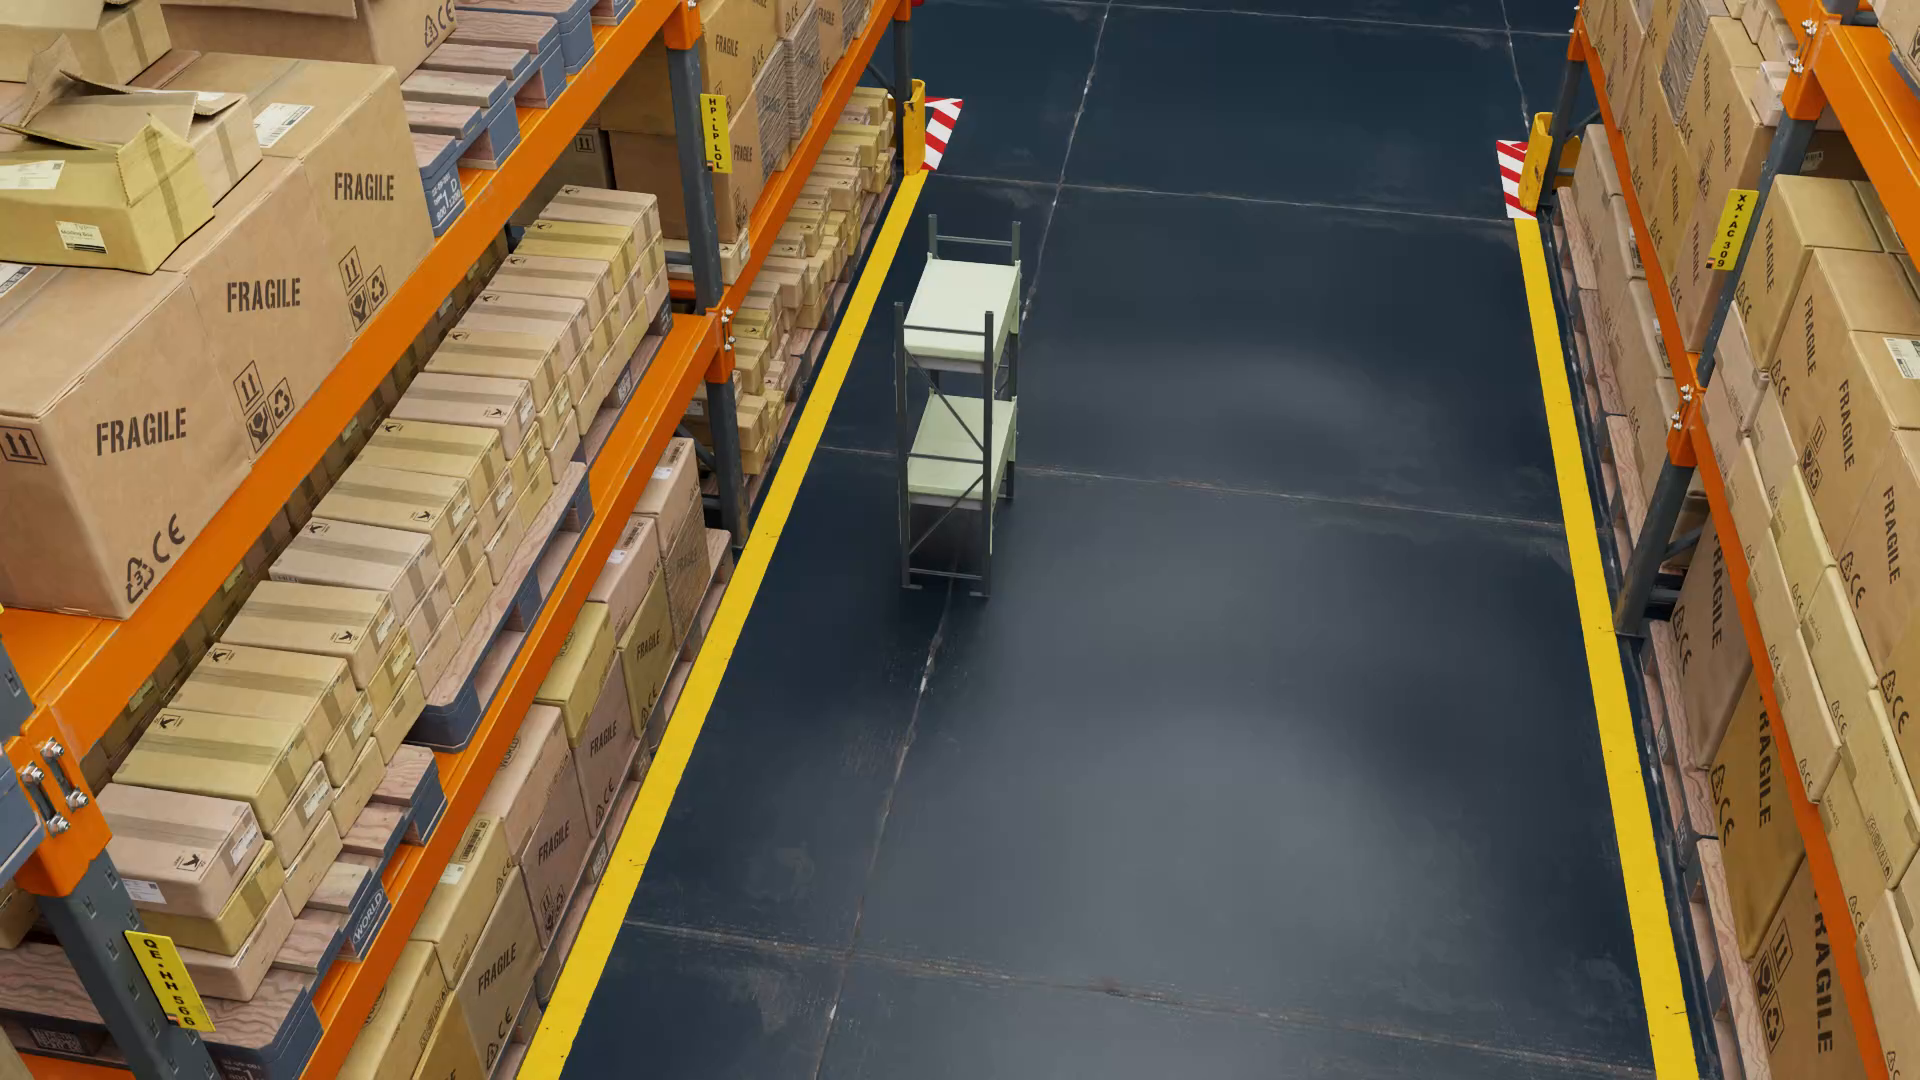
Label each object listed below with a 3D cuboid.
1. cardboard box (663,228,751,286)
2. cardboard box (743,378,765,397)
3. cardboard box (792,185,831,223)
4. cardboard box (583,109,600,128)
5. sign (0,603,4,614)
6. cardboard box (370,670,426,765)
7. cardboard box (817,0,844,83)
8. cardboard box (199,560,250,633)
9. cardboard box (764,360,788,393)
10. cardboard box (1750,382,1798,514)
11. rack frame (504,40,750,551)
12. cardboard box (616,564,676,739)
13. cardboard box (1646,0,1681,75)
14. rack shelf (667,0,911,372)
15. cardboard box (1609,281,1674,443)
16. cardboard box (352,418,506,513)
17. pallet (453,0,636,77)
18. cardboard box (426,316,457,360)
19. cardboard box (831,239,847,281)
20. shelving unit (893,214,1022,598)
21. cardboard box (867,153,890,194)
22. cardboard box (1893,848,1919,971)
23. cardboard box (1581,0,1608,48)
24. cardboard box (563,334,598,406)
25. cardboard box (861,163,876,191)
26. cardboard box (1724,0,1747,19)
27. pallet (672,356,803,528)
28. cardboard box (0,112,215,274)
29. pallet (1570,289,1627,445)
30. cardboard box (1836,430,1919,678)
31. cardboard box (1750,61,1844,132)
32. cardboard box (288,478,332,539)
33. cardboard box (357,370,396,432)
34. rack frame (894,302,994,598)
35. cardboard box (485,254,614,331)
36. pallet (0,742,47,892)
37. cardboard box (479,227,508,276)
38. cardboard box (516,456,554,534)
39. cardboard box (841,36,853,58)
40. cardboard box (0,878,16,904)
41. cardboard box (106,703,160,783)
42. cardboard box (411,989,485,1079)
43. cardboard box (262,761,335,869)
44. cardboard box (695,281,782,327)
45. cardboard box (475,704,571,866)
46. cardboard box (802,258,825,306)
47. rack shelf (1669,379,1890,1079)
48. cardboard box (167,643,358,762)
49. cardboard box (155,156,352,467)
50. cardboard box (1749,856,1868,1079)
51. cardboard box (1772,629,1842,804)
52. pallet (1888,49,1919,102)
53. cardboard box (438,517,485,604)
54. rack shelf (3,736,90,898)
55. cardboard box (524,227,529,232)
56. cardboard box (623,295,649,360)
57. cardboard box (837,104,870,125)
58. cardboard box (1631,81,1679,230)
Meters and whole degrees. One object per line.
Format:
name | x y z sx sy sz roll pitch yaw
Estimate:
cardboard box | -1.129 -1.245 7.195 0.380 0.149 0.250 8 40 9
cardboard box | -1.167 -0.738 8.060 0.380 0.149 0.250 7 40 8
cardboard box | -0.923 -1.831 9.148 0.380 0.149 0.250 5 40 6
cardboard box | -1.685 -2.063 6.892 0.500 0.500 0.500 5 40 6
sign | -1.647 -0.009 2.682 0.100 0.325 0.005 6 40 8
cardboard box | -1.778 0.480 4.780 0.380 0.149 0.250 8 40 10
cardboard box | -0.901 -2.599 8.325 0.500 0.500 0.500 8 40 10
cardboard box | -2.378 0.125 4.976 0.380 0.149 0.250 6 40 7
cardboard box | -1.083 -0.785 8.350 0.380 0.149 0.250 6 40 7
cardboard box | 2.977 -0.277 5.553 0.500 0.250 0.500 7 40 8
rack frame | -1.500 -1.200 6.944 1.000 3.000 0.127 6 40 8
cardboard box | -1.469 0.416 6.622 0.500 0.500 0.500 6 40 7
cardboard box | 3.472 -2.420 7.556 0.500 0.500 0.500 7 40 8
rack shelf | -1.154 -2.178 8.691 1.077 0.370 4.000 6 40 8
cardboard box | 3.762 -0.836 8.185 0.875 0.438 0.875 5 40 6
cardboard box | -1.649 -0.234 5.176 0.380 0.149 0.250 6 40 7
pallet | -1.712 -1.908 5.594 1.213 0.211 1.003 6 40 8
cardboard box | -2.110 -0.737 6.252 0.380 0.149 0.250 7 40 8
cardboard box | -0.848 -1.598 9.334 0.380 0.149 0.250 7 40 9
shelving unit | -0.001 -0.574 7.364 0.431 1.500 0.755 6 40 8
cardboard box | -0.638 -2.247 10.119 0.380 0.149 0.250 8 40 9
cardboard box | 2.619 1.004 4.004 0.500 0.250 0.500 5 40 7
cardboard box | 3.719 -2.997 9.039 0.500 0.500 0.500 6 40 7
cardboard box | -1.507 -0.615 5.871 0.380 0.149 0.250 5 40 6
cardboard box | -0.706 -2.199 9.827 0.380 0.149 0.250 5 40 6
cardboard box | 3.372 -2.250 6.843 0.380 0.149 0.250 6 40 7
pallet | -1.418 -0.550 8.347 1.003 0.211 1.213 6 40 8
cardboard box | -1.761 -0.726 3.338 0.396 0.266 0.258 6 40 8
pallet | 3.810 -0.879 8.745 1.003 0.211 1.213 6 40 8
cardboard box | 2.800 0.065 4.551 0.500 0.500 0.500 6 40 7
cardboard box | 3.133 -1.620 6.080 0.380 0.149 0.250 6 40 7
cardboard box | -2.288 -0.090 5.470 0.380 0.149 0.250 5 40 6
cardboard box | -2.197 -0.525 5.762 0.380 0.149 0.250 8 40 9
rack frame | -0.064 -0.344 7.086 0.400 1.500 0.023 6 40 8
cardboard box | -1.469 -0.890 5.970 0.380 0.149 0.250 5 40 6
pallet | -2.251 0.637 2.516 1.213 0.211 1.003 8 40 10
cardboard box | -2.021 -1.183 6.558 0.380 0.149 0.250 7 40 8
cardboard box | -1.596 -0.176 5.573 0.380 0.149 0.250 8 40 10
cardboard box | -0.790 -2.742 9.006 0.380 0.149 0.250 5 40 6
cardboard box | -2.555 0.771 4.195 0.380 0.149 0.250 7 40 9
cardboard box | -2.471 0.568 4.673 0.380 0.149 0.250 7 40 8
cardboard box | -1.818 1.696 5.073 0.500 0.500 0.500 5 40 6
cardboard box | -1.866 0.679 4.305 0.380 0.149 0.250 8 40 10
cardboard box | -1.112 -1.182 8.364 0.380 0.149 0.250 5 40 7
cardboard box | -1.648 0.790 5.581 0.500 0.250 0.500 7 40 8
cardboard box | -0.933 -1.386 8.843 0.380 0.149 0.250 6 40 7
rack shelf | 3.047 0.815 5.072 1.077 0.370 4.000 6 40 8
cardboard box | -1.831 0.425 4.379 0.380 0.149 0.250 6 40 7
cardboard box | -1.752 -0.528 3.698 0.500 0.500 0.500 6 40 8
cardboard box | 3.061 1.466 5.057 0.875 0.875 0.875 7 40 8
cardboard box | 2.769 0.545 4.951 0.500 0.250 0.500 6 40 7
pallet | 3.283 -1.219 4.763 0.805 0.209 1.217 5 40 6
cardboard box | -1.689 0.041 5.077 0.380 0.149 0.250 6 40 7
rack shelf | -2.538 1.687 1.663 1.077 0.370 4.000 6 40 8
cardboard box | -1.744 -1.482 7.482 0.380 0.149 0.250 5 40 6
cardboard box | -1.418 -0.831 6.365 0.380 0.149 0.250 7 40 8
cardboard box | -0.750 -2.491 9.947 0.380 0.149 0.250 7 40 9
cardboard box | 3.378 -1.716 7.490 0.500 0.500 0.500 6 40 7
